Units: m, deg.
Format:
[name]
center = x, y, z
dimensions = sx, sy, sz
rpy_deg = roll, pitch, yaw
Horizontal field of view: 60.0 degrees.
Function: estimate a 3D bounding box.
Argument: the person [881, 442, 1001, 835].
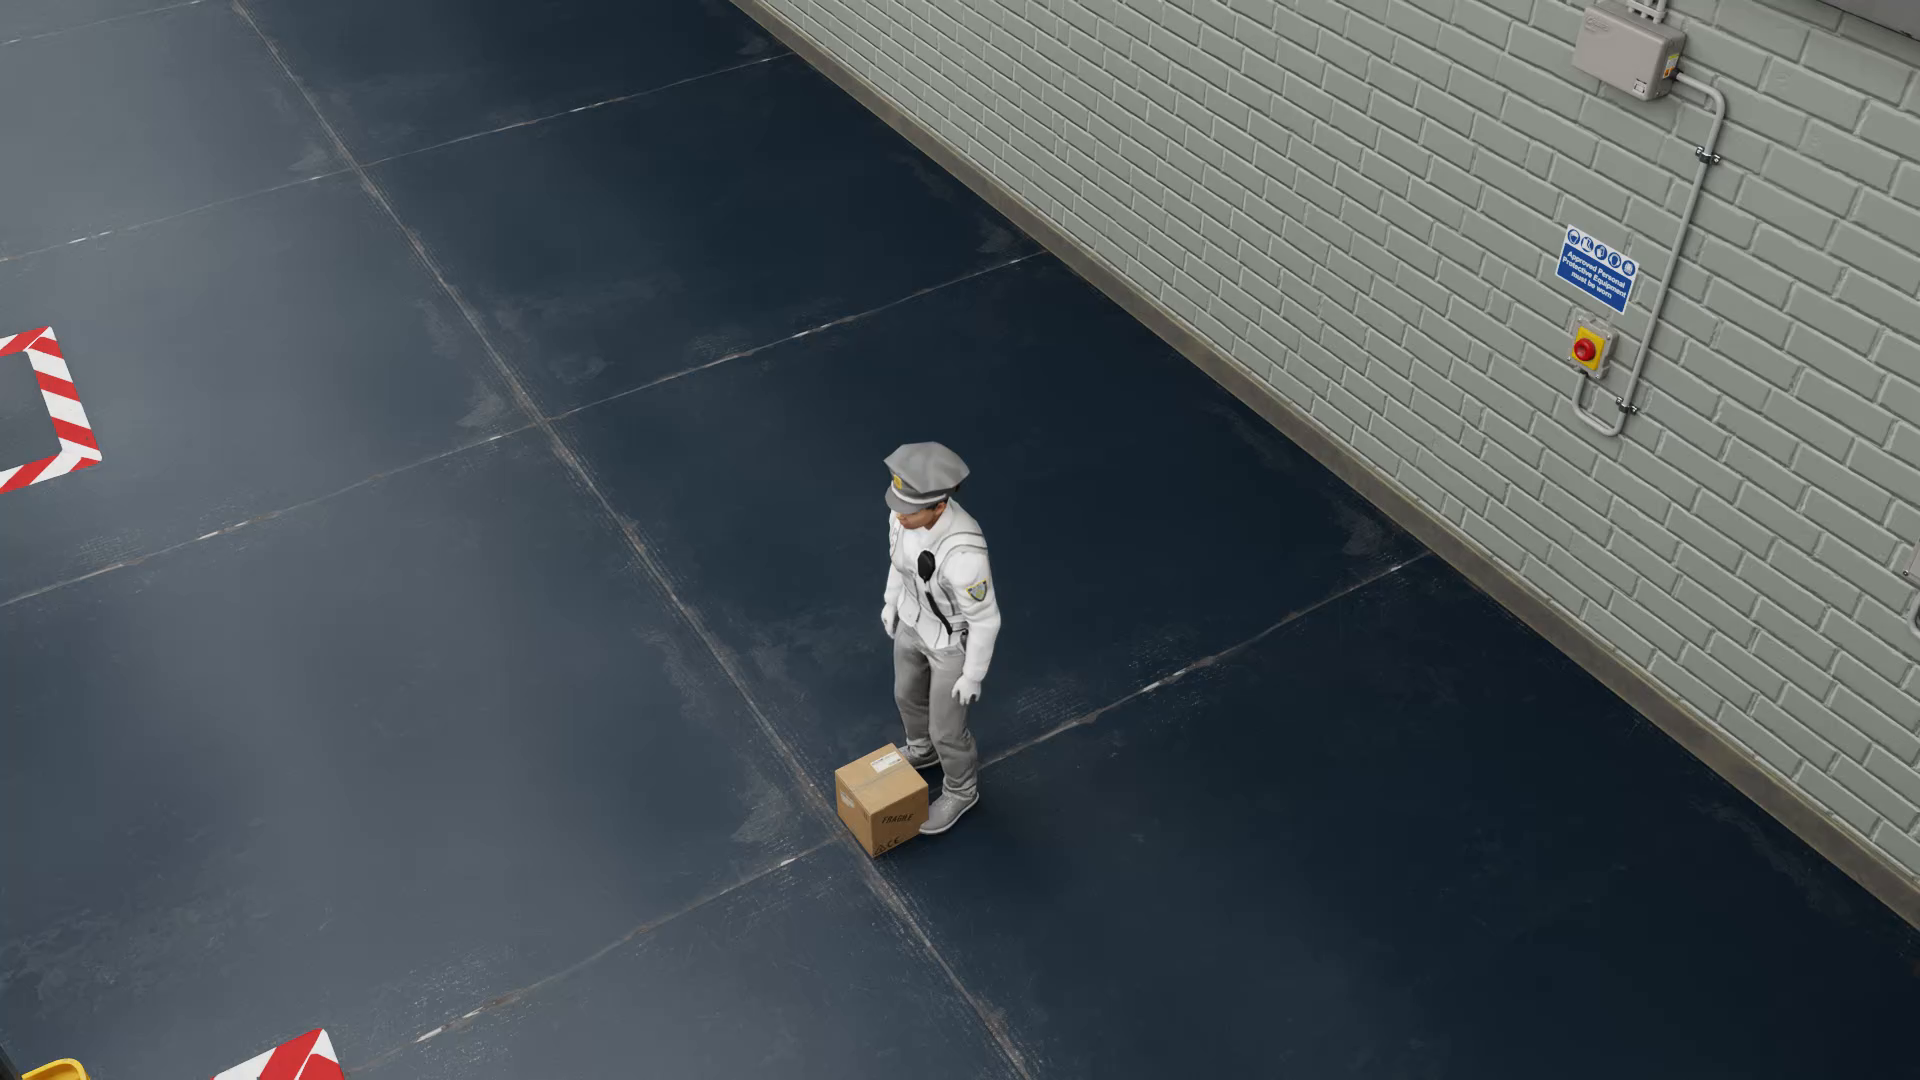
[person]
center = -0.082, 0.340, 5.764
dimensions = 0.376, 1.663, 0.545
rpy_deg = -26, 47, -26
